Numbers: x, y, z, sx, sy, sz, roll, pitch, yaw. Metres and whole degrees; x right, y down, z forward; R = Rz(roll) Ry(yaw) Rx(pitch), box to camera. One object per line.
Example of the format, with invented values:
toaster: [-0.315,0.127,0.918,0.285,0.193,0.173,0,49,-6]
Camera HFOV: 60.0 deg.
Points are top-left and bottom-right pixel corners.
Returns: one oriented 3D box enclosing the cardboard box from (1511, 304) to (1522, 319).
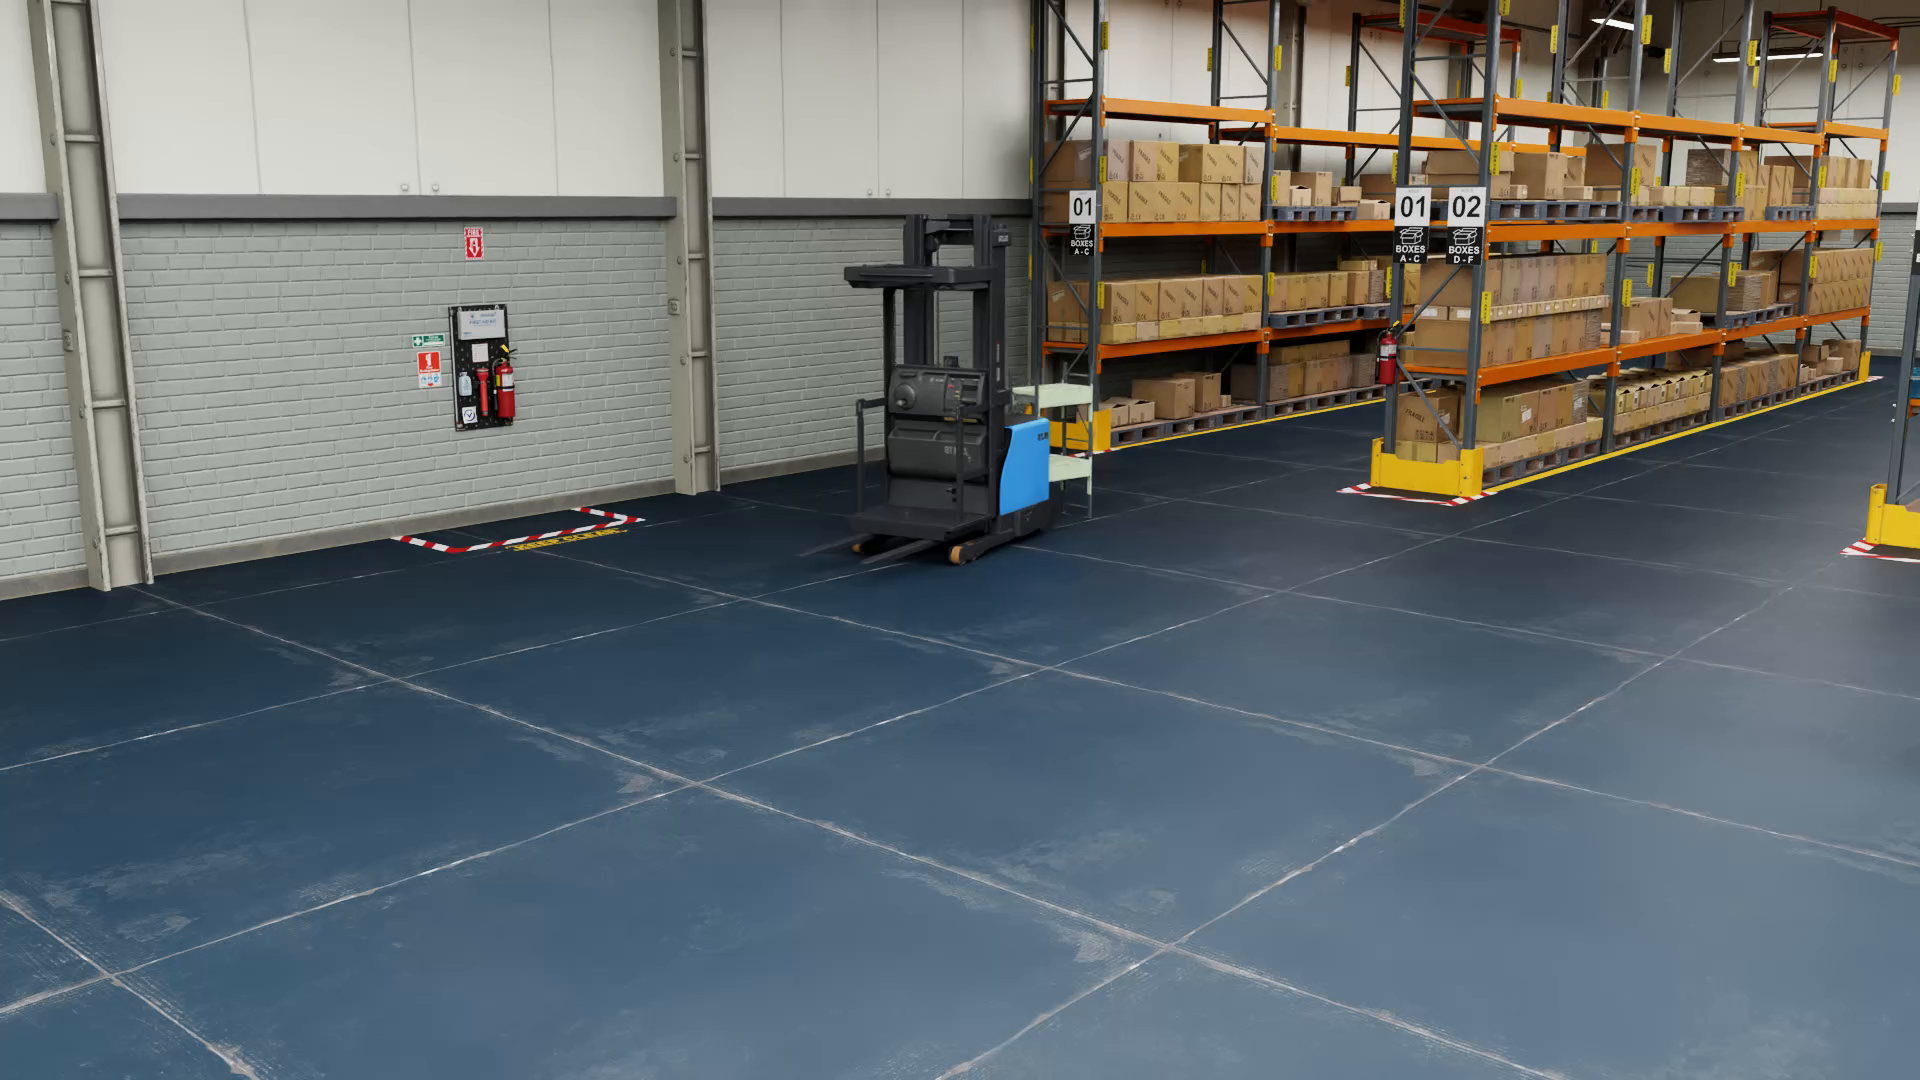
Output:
cardboard box: [5.975,-2.533,18.360,0.380,0.149,0.250,9,15,39]

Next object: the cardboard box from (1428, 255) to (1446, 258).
cardboard box: [7.780,-4.599,27.638,0.500,0.250,0.500,10,15,41]

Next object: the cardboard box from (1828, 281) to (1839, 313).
cardboard box: [14.178,-4.026,27.495,0.500,0.500,0.500,10,15,40]

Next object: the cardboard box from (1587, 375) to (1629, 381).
cardboard box: [8.745,-2.065,22.445,0.500,0.311,0.500,10,15,40]

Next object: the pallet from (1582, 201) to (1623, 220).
pallet: [7.145,-3.910,19.737,1.003,0.211,1.213,10,15,40]

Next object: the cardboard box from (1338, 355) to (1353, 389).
cardboard box: [5.742,-2.657,26.151,0.700,0.500,0.500,10,15,40]

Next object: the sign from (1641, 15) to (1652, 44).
sign: [8.089,-6.014,19.595,0.100,0.325,0.005,10,15,40]

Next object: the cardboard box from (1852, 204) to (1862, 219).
cardboard box: [14.810,-5.517,27.940,0.500,0.250,0.500,10,15,40]

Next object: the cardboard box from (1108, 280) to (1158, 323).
cardboard box: [2.199,-3.070,21.378,0.500,0.500,0.500,10,15,41]

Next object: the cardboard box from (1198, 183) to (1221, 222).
cardboard box: [3.136,-4.516,22.236,0.500,0.500,0.500,9,14,38]

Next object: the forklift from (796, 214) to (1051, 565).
forklift: [-0.305,-1.322,14.383,1.130,2.935,3.031,6,13,28]

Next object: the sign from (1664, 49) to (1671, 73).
sign: [9.915,-6.708,23.271,0.100,0.325,0.005,10,15,40]

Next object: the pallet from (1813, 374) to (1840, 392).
pallet: [14.228,-2.702,28.241,1.003,0.211,1.213,10,15,40]

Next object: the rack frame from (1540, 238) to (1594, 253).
rack frame: [11.886,-5.017,32.710,1.000,3.000,0.127,10,15,40]

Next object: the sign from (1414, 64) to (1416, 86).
sign: [7.019,-7.210,25.786,0.100,0.325,0.005,10,15,40]

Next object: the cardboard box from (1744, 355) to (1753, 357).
cardboard box: [12.123,-2.659,26.163,0.500,0.500,0.500,10,15,41]

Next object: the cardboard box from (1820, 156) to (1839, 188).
cardboard box: [13.698,-5.931,26.818,0.700,0.500,0.500,10,15,40]

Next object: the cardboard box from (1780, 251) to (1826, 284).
cardboard box: [13.492,-4.361,26.617,0.500,0.500,0.500,10,15,42]

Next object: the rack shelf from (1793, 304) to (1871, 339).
rack shelf: [14.289,-3.730,28.104,1.077,0.370,4.000,10,15,40]

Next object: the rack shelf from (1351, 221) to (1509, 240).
rack shelf: [7.925,-5.252,28.067,1.077,0.370,4.000,10,15,40]

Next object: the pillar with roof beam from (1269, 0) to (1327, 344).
pillar with roof beam: [8.331,-6.146,23.045,9.100,9.000,0.548,10,15,40]

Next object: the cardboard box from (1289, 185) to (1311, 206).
cardboard box: [4.792,-5.045,24.349,0.500,0.311,0.500,10,15,42]

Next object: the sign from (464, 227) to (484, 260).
sign: [-4.564,-2.785,15.616,0.001,0.298,0.199,10,15,40]

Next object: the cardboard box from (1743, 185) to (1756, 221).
cardboard box: [10.928,-4.864,24.029,0.910,0.500,0.500,10,15,40]

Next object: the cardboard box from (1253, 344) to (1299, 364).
cardboard box: [4.726,-2.785,24.879,0.500,0.250,0.500,9,15,39]

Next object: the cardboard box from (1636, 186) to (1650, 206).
cardboard box: [8.463,-4.385,21.201,0.500,0.250,0.500,8,14,35]

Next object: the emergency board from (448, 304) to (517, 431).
emergency board: [-4.484,-1.636,15.785,0.194,1.169,0.643,10,15,40]

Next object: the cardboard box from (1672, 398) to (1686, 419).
cardboard box: [9.493,-1.799,22.546,0.500,0.250,0.500,10,15,42]

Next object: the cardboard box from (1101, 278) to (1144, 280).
cardboard box: [2.153,-3.213,22.097,0.500,0.500,0.500,9,15,39]

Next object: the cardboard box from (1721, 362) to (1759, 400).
cardboard box: [11.520,-2.371,24.721,0.500,0.500,0.500,10,15,40]

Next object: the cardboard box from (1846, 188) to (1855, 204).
cardboard box: [14.474,-5.690,27.528,0.500,0.250,0.500,10,15,40]

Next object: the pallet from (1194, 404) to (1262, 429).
pallet: [3.548,-1.781,23.626,1.003,0.211,1.213,10,15,40]

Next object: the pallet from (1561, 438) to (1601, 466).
pallet: [7.132,-1.133,20.381,1.003,0.211,1.213,10,15,40]

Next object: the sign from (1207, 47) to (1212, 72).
sign: [3.544,-6.800,23.531,0.100,0.325,0.005,10,15,40]

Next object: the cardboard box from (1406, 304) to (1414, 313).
cardboard box: [7.169,-3.781,27.113,0.380,0.149,0.250,10,15,41]

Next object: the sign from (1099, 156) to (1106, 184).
sign: [1.732,-4.492,20.194,0.100,0.325,0.005,10,15,40]

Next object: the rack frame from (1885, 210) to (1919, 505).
rack frame: [8.766,-1.382,14.511,1.000,3.000,0.127,10,15,40]

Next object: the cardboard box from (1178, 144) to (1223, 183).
cardboard box: [3.147,-5.003,22.121,0.500,0.500,0.500,9,14,38]

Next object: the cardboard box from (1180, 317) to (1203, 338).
cardboard box: [2.893,-2.856,22.225,0.500,0.250,0.500,10,15,41]

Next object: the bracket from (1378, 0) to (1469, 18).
bracket: [7.339,-8.862,27.453,0.076,0.066,4.783,10,15,40]

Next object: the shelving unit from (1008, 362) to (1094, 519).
shelving unit: [0.877,-0.929,16.072,0.755,1.500,0.431,-10,15,-40]

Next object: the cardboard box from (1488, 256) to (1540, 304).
cardboard box: [6.076,-2.935,18.721,0.700,0.500,0.500,10,15,41]

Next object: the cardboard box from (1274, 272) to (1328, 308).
cardboard box: [5.112,-3.769,25.083,0.500,0.500,0.700,-10,15,-40]

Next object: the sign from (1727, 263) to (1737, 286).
sign: [10.748,-3.697,23.143,0.100,0.325,0.005,10,15,40]

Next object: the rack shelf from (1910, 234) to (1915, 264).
rack shelf: [10.086,-2.795,15.761,1.077,0.370,4.000,10,15,40]

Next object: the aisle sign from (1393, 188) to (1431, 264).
aisle sign: [4.784,-3.326,17.608,0.394,0.787,0.004,10,15,40]

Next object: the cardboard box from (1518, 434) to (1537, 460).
cardboard box: [6.227,-1.078,18.938,0.500,0.250,0.500,10,15,40]

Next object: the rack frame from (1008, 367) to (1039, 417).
rack frame: [0.601,-0.882,15.836,0.023,1.500,0.400,-10,15,-40]

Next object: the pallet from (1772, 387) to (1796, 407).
pallet: [12.461,-2.297,26.209,1.003,0.211,1.213,10,15,40]

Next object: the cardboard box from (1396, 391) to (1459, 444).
cardboard box: [5.178,-1.366,18.463,0.500,0.500,0.500,10,15,40]

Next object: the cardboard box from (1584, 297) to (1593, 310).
cardboard box: [7.334,-2.836,19.879,0.380,0.149,0.250,9,15,39]

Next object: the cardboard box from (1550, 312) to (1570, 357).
cardboard box: [6.723,-2.443,19.566,0.700,0.500,0.500,10,15,41]

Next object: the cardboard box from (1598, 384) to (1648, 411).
cardboard box: [8.483,-1.846,21.349,0.500,0.311,0.500,10,15,40]

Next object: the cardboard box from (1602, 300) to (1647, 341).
cardboard box: [8.555,-2.849,21.600,0.500,0.500,0.500,-11,16,-43]

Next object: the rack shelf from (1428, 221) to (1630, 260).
rack shelf: [6.368,-3.435,18.970,1.077,0.370,4.000,10,15,40]
